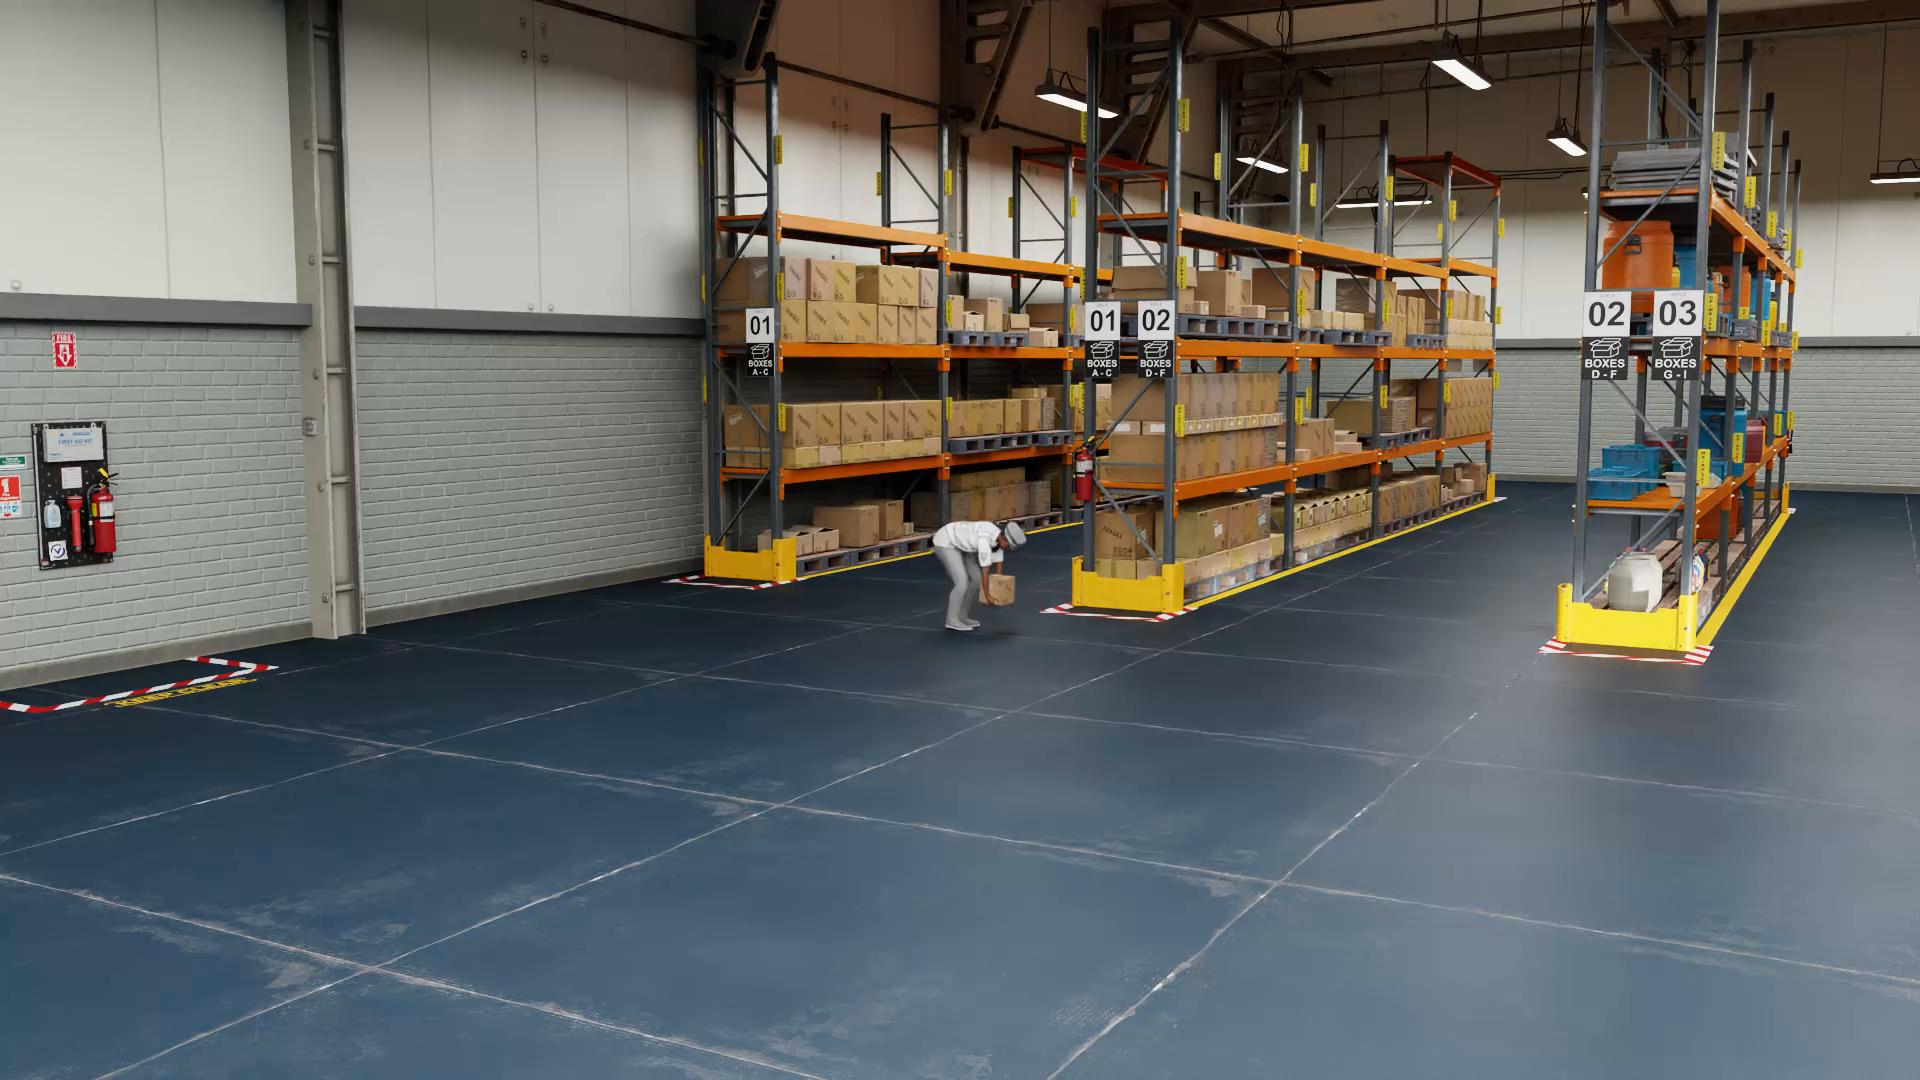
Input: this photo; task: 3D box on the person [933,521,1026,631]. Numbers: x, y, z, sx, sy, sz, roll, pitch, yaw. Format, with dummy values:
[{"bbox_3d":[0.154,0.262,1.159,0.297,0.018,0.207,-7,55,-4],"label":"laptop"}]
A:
[{"bbox_3d":[0.192,0.342,16.019,0.942,1.062,0.423,3,7,26],"label":"person"}]
